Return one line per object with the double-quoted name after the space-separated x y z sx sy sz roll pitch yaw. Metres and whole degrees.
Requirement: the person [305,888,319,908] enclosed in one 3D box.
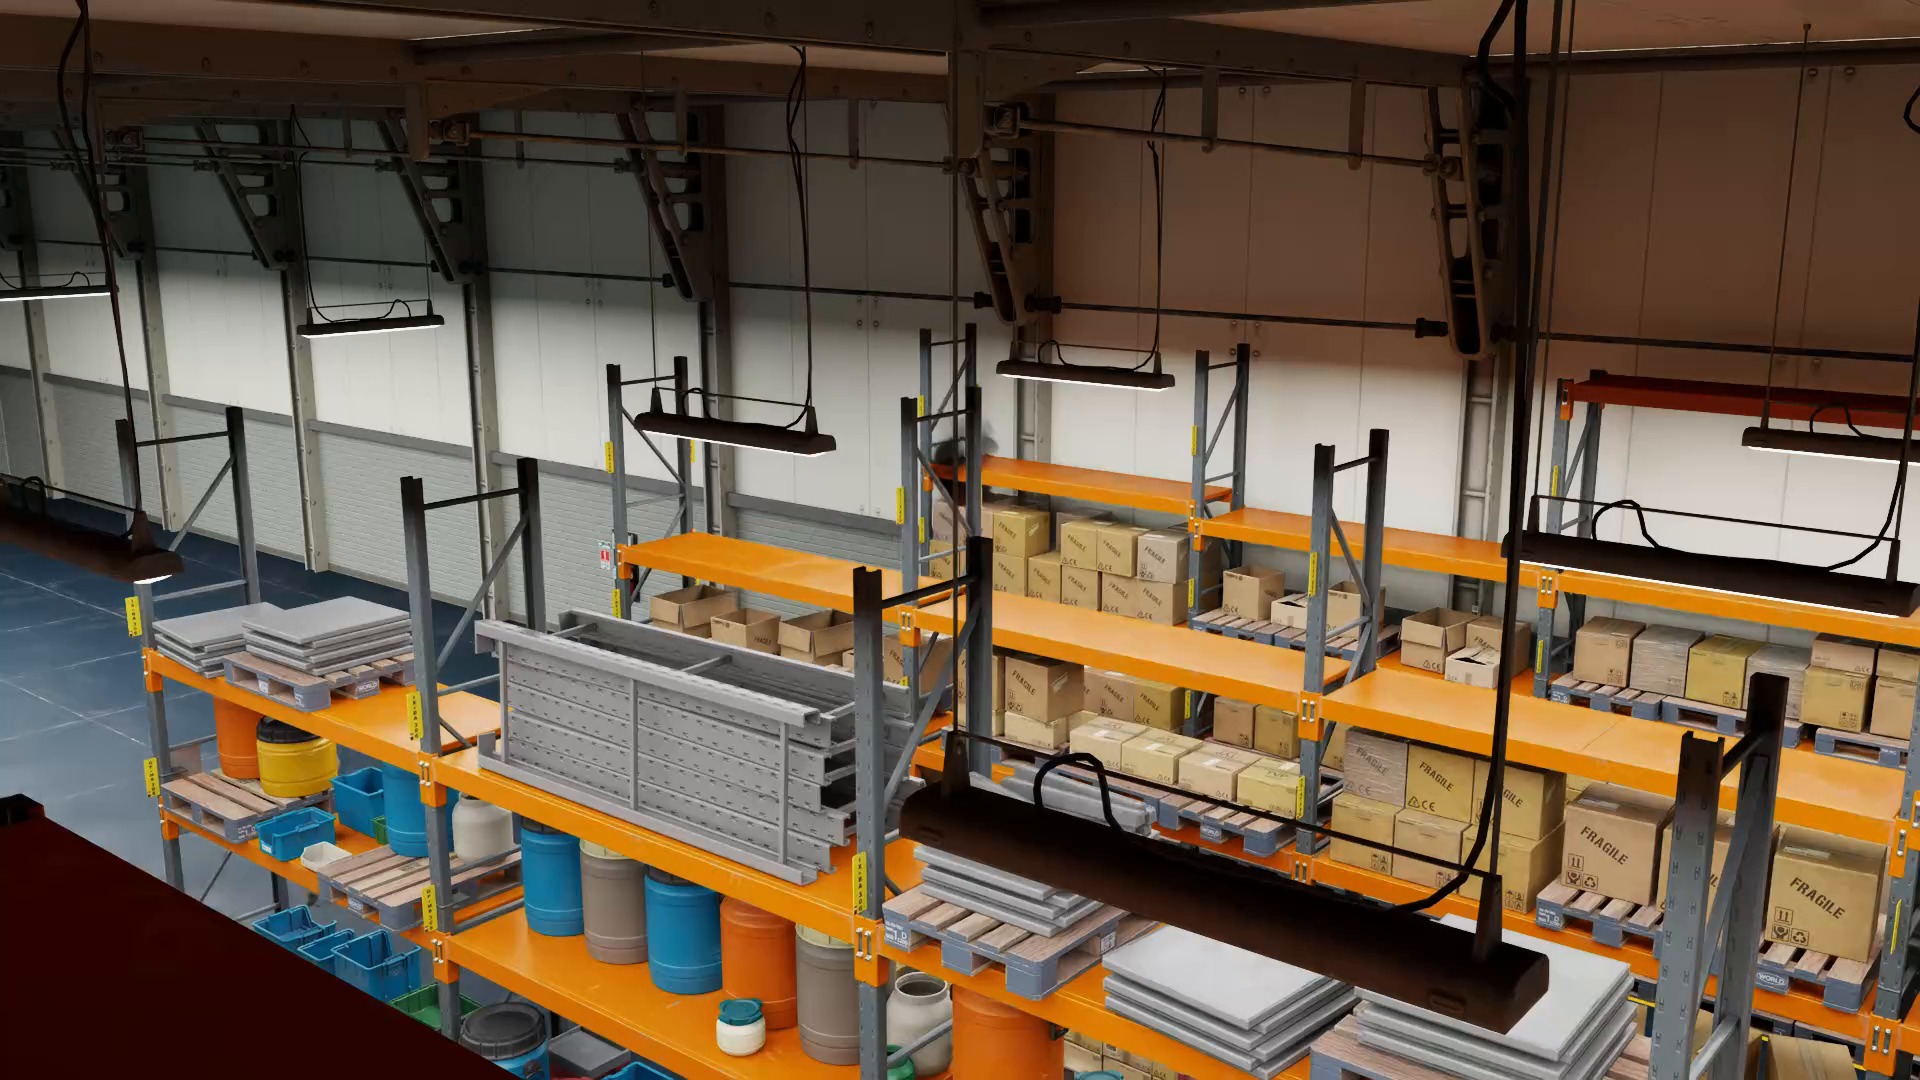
-7.109 3.204 18.235 0.667 1.718 0.659 -4 13 -19 "person"
